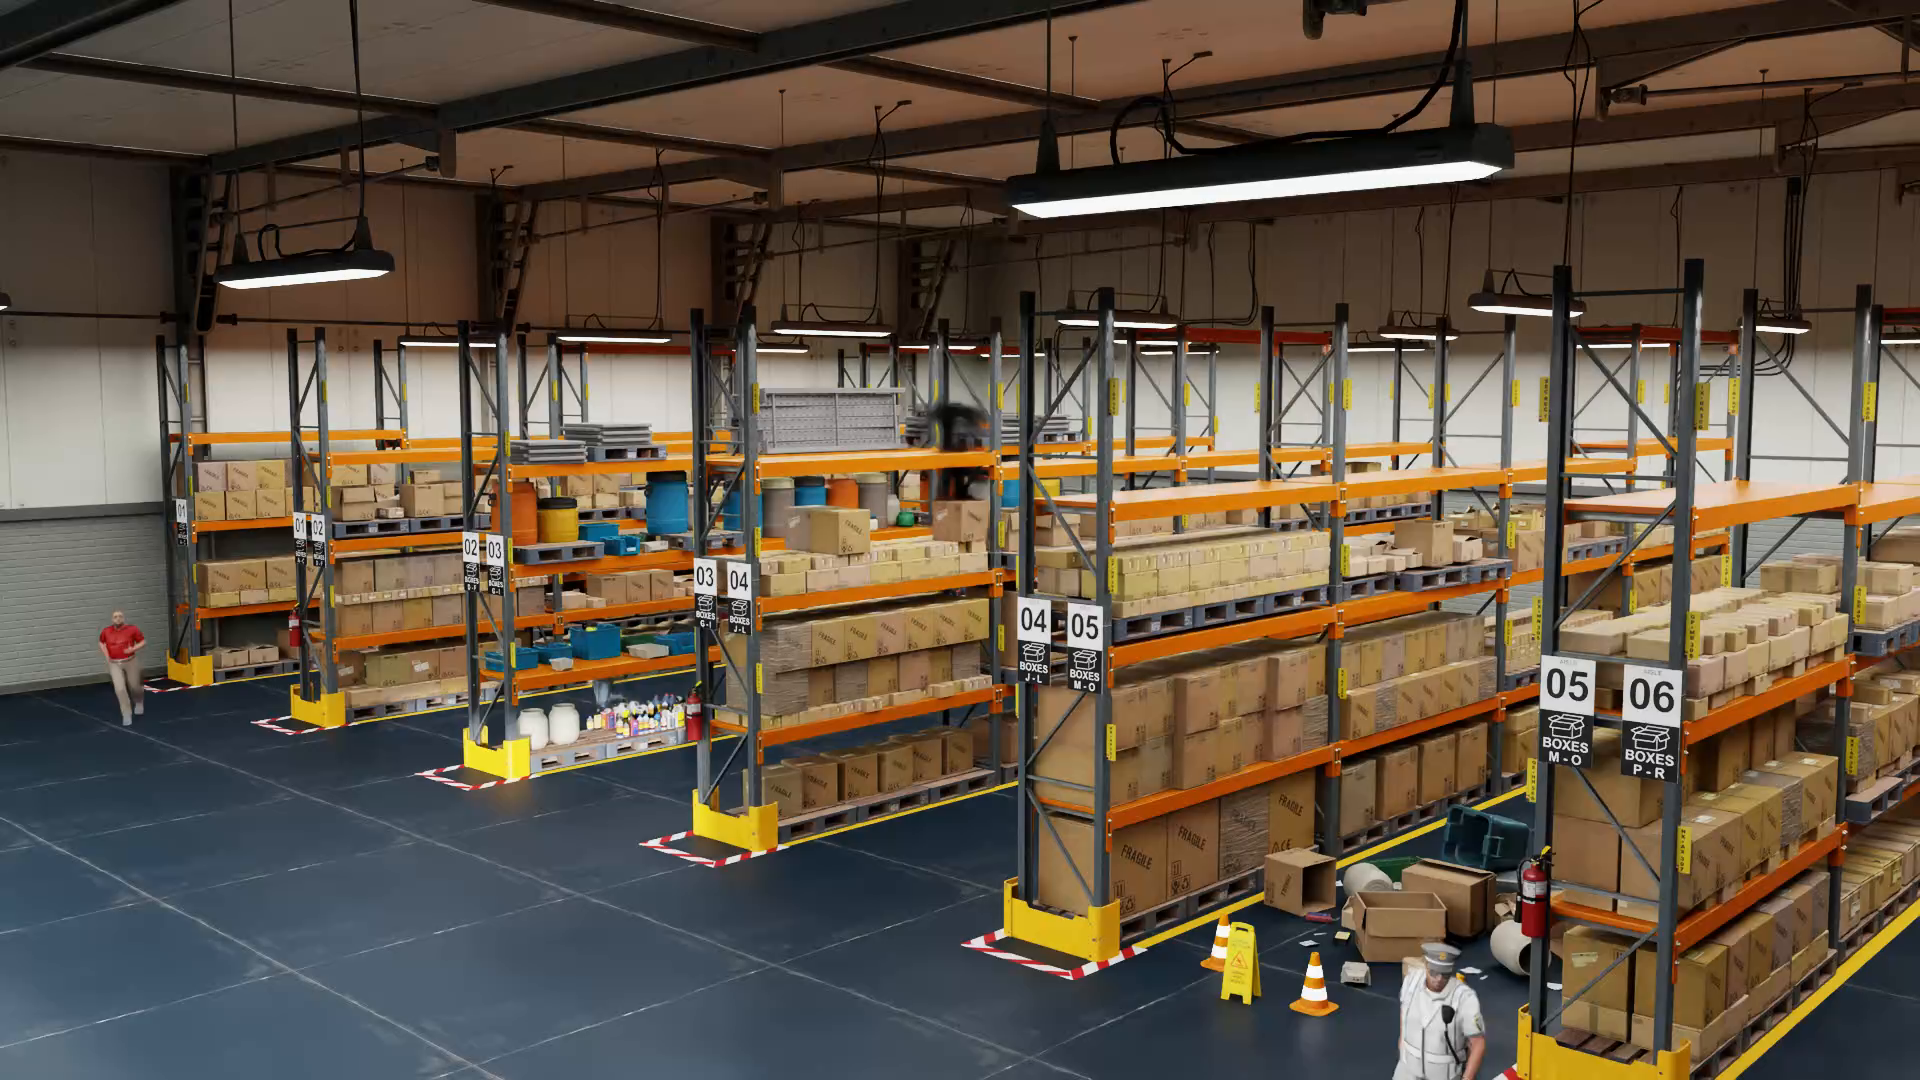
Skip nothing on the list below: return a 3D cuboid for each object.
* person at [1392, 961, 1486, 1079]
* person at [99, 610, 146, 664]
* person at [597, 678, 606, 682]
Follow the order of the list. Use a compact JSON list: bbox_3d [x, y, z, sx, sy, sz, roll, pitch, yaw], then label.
[{"bbox_3d":[3.042,3.341,10.526,0.607,1.502,0.556,4,6,34],"label":"person"},{"bbox_3d":[-12.775,1.474,25.335,0.664,0.803,0.544,-2,6,-22],"label":"person"},{"bbox_3d":[-5.460,1.723,24.925,0.718,0.814,0.652,2,6,25],"label":"person"}]
